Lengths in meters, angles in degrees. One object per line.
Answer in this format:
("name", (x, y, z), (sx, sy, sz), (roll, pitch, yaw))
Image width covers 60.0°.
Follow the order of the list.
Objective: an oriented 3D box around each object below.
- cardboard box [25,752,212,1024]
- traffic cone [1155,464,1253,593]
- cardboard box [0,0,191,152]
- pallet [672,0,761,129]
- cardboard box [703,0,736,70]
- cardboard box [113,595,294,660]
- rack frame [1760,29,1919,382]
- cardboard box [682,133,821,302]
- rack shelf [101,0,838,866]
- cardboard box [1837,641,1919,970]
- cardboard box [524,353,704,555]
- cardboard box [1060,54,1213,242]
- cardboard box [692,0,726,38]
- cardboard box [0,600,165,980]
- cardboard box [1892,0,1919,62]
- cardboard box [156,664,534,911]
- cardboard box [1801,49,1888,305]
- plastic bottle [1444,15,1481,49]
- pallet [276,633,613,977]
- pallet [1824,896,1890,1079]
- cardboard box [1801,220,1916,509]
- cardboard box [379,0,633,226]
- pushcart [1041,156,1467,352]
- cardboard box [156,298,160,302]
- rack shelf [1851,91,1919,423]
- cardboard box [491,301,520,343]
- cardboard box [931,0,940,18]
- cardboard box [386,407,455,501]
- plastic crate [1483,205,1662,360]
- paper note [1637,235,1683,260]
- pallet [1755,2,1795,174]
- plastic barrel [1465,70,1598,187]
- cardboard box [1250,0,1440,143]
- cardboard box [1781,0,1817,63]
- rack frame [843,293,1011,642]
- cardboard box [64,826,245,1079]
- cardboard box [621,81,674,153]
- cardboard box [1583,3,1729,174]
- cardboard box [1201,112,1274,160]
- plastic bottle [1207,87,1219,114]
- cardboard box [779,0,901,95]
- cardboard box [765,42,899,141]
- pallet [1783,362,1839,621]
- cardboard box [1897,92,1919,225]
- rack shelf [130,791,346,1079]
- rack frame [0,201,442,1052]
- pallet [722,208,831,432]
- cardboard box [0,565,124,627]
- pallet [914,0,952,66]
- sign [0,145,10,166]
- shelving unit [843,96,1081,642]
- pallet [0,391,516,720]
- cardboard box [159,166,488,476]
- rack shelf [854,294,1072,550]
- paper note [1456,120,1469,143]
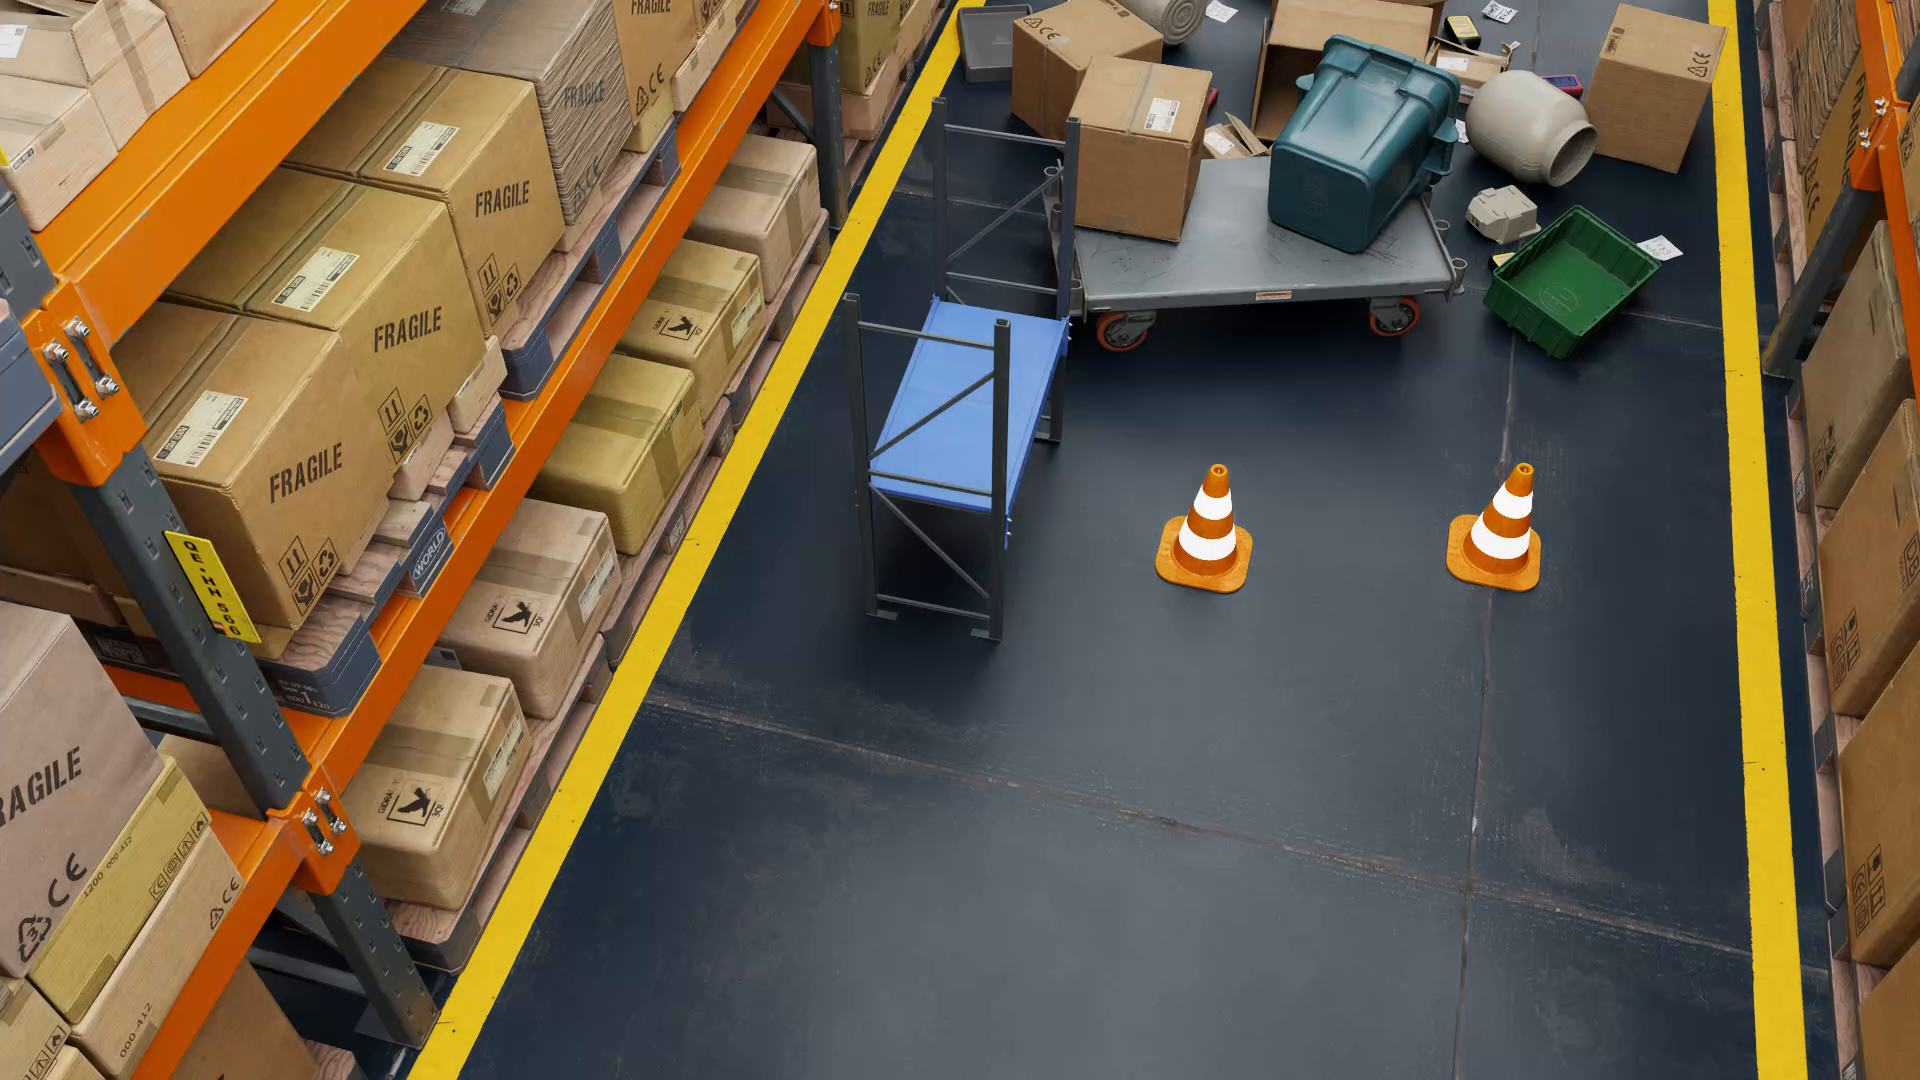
("cardboard box", (-1.938, 0.661, 3.433), (0.500, 0.250, 0.500), (11, 50, 10))
("traffic cone", (0.910, -0.097, 6.027), (0.336, 0.463, 0.334), (12, 50, 10))
("cardboard box", (-1.742, -0.951, 3.178), (0.396, 0.266, 0.258), (12, 50, 10))
("pallet", (-1.345, -1.930, 6.080), (1.003, 0.211, 1.213), (12, 50, 10))
("cardboard box", (-0.992, -1.765, 5.695), (0.380, 0.149, 0.250), (11, 49, 9))
("cardboard box", (-1.791, 0.122, 4.029), (0.380, 0.149, 0.250), (9, 49, 8))
("rack frame", (3.799, -1.613, 5.673), (1.000, 3.000, 0.127), (12, 50, 10))
("cardboard box", (-1.139, -1.407, 6.963), (0.950, 0.372, 0.625), (12, 50, 11))
("rack shelf", (-1.529, -0.832, 5.464), (1.077, 0.370, 4.000), (12, 50, 10))
("cardboard box", (3.220, 0.830, 4.738), (1.050, 0.750, 0.750), (12, 50, 11))
("cardboard box", (-1.506, -0.383, 6.060), (0.950, 0.372, 0.625), (13, 50, 11))
("cardboard box", (0.722, -1.611, 6.833), (0.500, 0.500, 0.500), (12, 50, 10))
("cardboard box", (-1.033, -2.049, 5.513), (0.500, 0.500, 0.500), (12, 50, 10))
("cardboard box", (-1.940, 0.438, 3.129), (0.500, 0.500, 0.500), (10, 49, 9))
("cardboard box", (3.885, -1.932, 5.855), (0.875, 0.550, 0.550), (12, 50, 10))
("cardboard box", (-1.898, 0.700, 5.104), (0.950, 0.372, 0.625), (9, 49, 7))
("cardboard box", (4.032, -1.490, 6.702), (0.875, 0.875, 0.875), (12, 50, 11))
("plastic bottle", (2.573, -2.575, 8.482), (0.133, 0.061, 0.283), (-4, 49, -3))
("pallet", (-1.849, 0.734, 5.461), (1.003, 0.211, 1.213), (12, 50, 10))
("pallet", (3.026, 1.647, 4.655), (1.003, 0.211, 1.213), (12, 50, 10))
("cardboard box", (3.722, -0.541, 5.947), (1.050, 0.750, 0.750), (11, 50, 10))
("cardboard box", (-1.311, -1.298, 4.850), (0.500, 0.500, 0.500), (10, 49, 9))
("pushcart", (1.210, -1.236, 7.089), (1.648, 0.377, 0.936), (-4, 49, -3))
("cardboard box", (-2.079, -0.654, 4.281), (0.500, 0.500, 0.500), (11, 49, 9))
("rack shelf", (3.273, 0.071, 4.666), (1.077, 0.370, 4.000), (12, 50, 10))
("cardboard box", (-1.487, -0.649, 4.710), (0.380, 0.149, 0.250), (14, 50, 12))
("cardboard box", (-0.321, -2.892, 8.356), (0.500, 0.250, 0.500), (11, 49, 10))
("cardboard box", (-1.568, -0.265, 4.370), (0.380, 0.149, 0.250), (9, 49, 8))
("plastic crate", (2.581, -1.086, 7.045), (0.662, 0.188, 0.450), (-37, 68, -28))
("paper note", (3.102, -1.296, 7.373), (0.147, 0.020, 0.142), (-19, 51, -16))
("pallet", (4.394, -2.110, 7.972), (1.003, 0.211, 1.213), (12, 50, 10))
("plastic barrel", (2.618, -1.884, 7.631), (0.421, 0.421, 0.512), (-27, 54, -22))
("cardboard box", (1.792, -2.181, 7.749), (0.797, 0.637, 0.503), (12, 50, 10))
("cardboard box", (4.507, -2.802, 7.860), (0.875, 0.875, 0.875), (11, 49, 9))
("rack frame", (-0.096, -0.182, 5.410), (0.500, 1.500, 0.032), (11, 50, 9))
("cardboard box", (-1.939, 0.843, 3.606), (0.500, 0.250, 0.500), (10, 49, 9))
("cardboard box", (-1.155, -1.411, 5.382), (0.380, 0.149, 0.250), (12, 50, 10))
("cardboard box", (3.218, -2.112, 7.779), (0.500, 0.500, 0.500), (19, 51, 16))
("cardboard box", (1.282, -1.778, 7.642), (0.258, 0.266, 0.396), (-19, 51, -16))
("plastic bottle", (1.146, -2.108, 8.070), (0.133, 0.061, 0.283), (19, 51, 16))
("cardboard box", (-0.587, -2.368, 7.393), (0.500, 0.500, 0.500), (14, 50, 12))
("cardboard box", (-0.587, -2.120, 7.674), (0.500, 0.250, 0.500), (10, 49, 8))
("pallet", (3.669, -0.118, 6.213), (1.003, 0.211, 1.213), (12, 50, 10))
("cardboard box", (3.401, -1.319, 5.347), (0.500, 0.500, 0.500), (12, 50, 10))
("rack shelf", (-2.582, 2.061, 2.910), (1.077, 0.370, 4.000), (12, 50, 10))
("rack frame", (-2.056, 0.376, 3.917), (1.000, 3.000, 0.127), (12, 50, 10))
("pallet", (-1.207, -1.031, 7.019), (1.003, 0.211, 1.213), (12, 50, 10))
("cardboard box", (-2.197, 0.037, 4.104), (0.380, 0.149, 0.250), (13, 50, 11))
("pallet", (-0.541, -2.972, 8.733), (1.003, 0.211, 1.213), (12, 50, 10))
("sign", (-1.523, -0.698, 2.467), (0.100, 0.325, 0.005), (12, 50, 10))
("shelving unit", (0.029, -0.556, 5.731), (0.538, 1.500, 1.048), (11, 50, 9))
("pallet", (-1.971, -0.097, 4.463), (1.213, 0.211, 1.003), (12, 50, 10))
("cardboard box", (-1.584, -0.552, 4.192), (0.500, 0.500, 0.500), (14, 50, 12))
("rack shelf", (0.029, -0.439, 5.868), (0.538, 0.185, 1.000), (11, 50, 9))
("paper note", (2.391, -1.972, 7.975), (0.172, 0.023, 0.155), (28, 54, 22))
